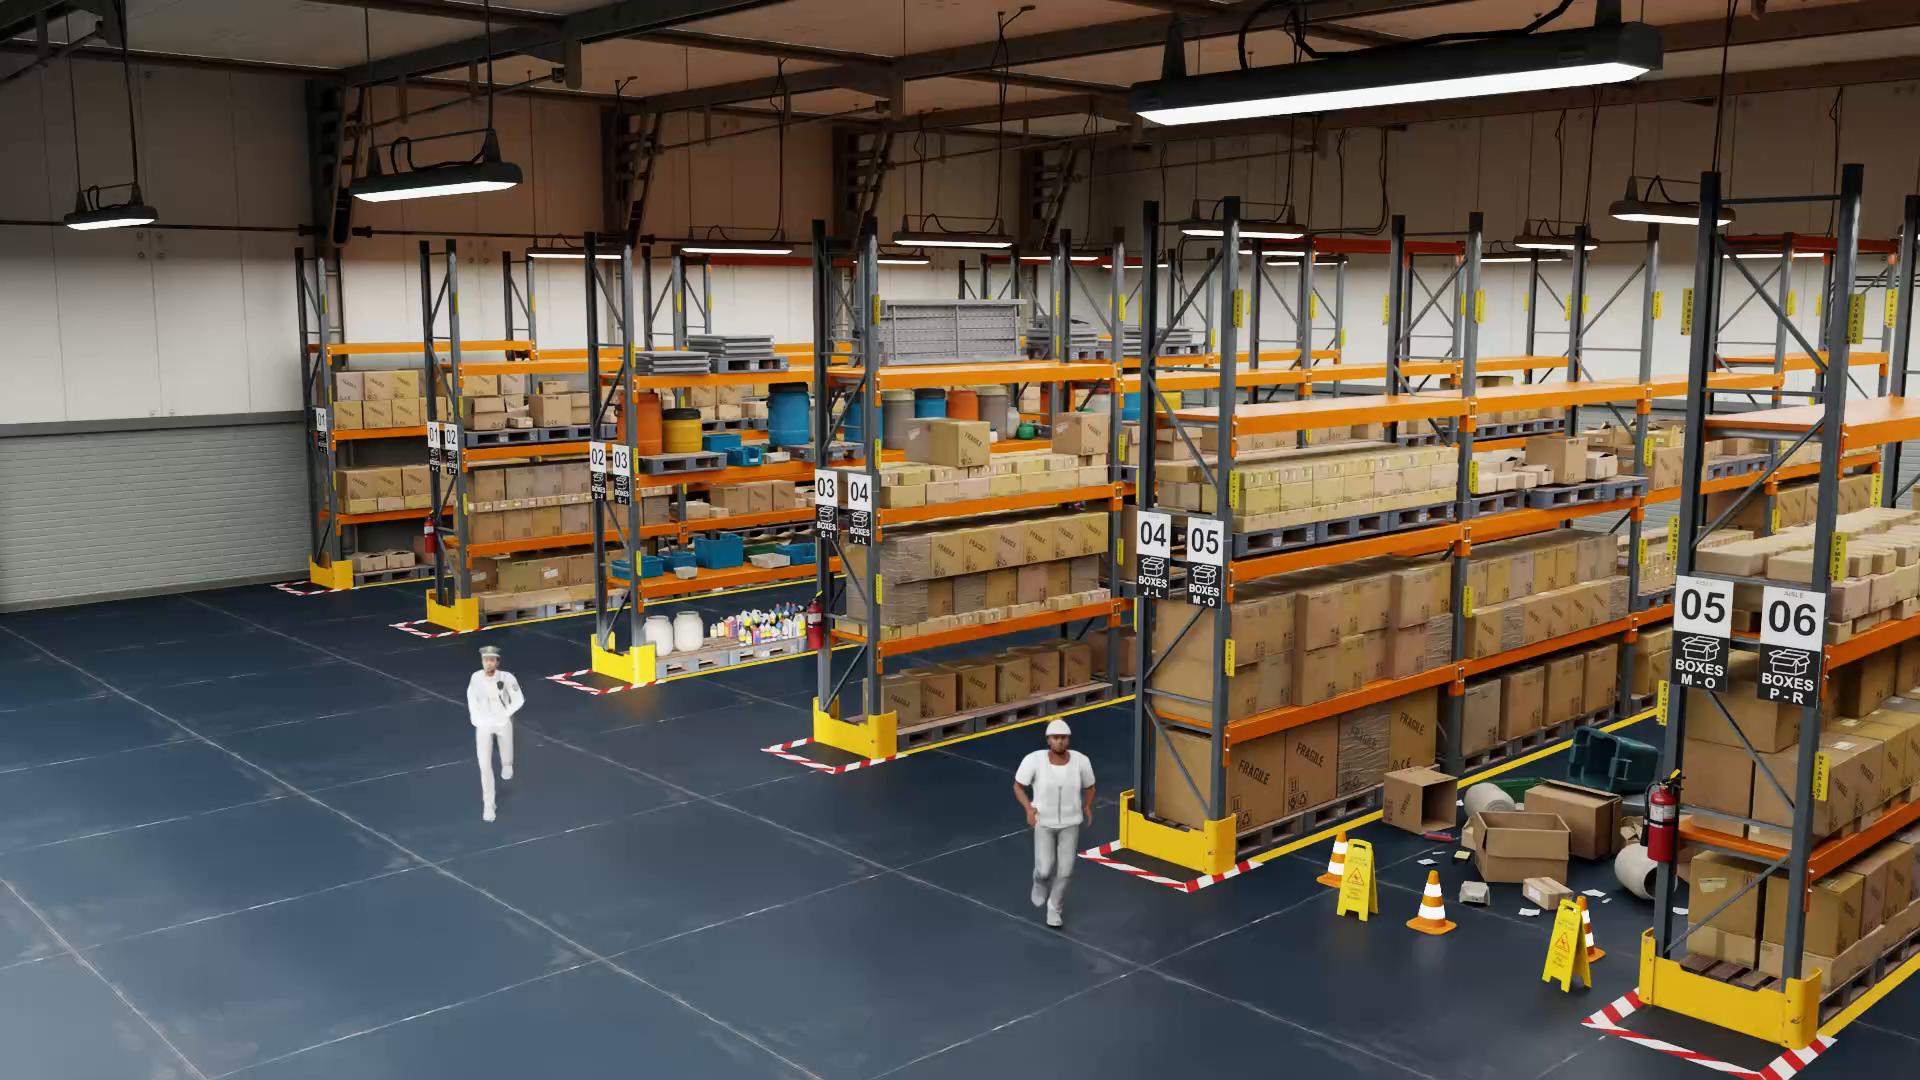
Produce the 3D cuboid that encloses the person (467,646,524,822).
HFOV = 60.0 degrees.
[{"bbox_3d":[-4.711,1.892,16.888,0.586,1.713,1.075,-1,8,-10],"label":"person"}]

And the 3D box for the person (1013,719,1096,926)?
[{"bbox_3d":[0.794,2.317,13.717,0.682,1.721,0.576,-1,8,-6],"label":"person"}]
